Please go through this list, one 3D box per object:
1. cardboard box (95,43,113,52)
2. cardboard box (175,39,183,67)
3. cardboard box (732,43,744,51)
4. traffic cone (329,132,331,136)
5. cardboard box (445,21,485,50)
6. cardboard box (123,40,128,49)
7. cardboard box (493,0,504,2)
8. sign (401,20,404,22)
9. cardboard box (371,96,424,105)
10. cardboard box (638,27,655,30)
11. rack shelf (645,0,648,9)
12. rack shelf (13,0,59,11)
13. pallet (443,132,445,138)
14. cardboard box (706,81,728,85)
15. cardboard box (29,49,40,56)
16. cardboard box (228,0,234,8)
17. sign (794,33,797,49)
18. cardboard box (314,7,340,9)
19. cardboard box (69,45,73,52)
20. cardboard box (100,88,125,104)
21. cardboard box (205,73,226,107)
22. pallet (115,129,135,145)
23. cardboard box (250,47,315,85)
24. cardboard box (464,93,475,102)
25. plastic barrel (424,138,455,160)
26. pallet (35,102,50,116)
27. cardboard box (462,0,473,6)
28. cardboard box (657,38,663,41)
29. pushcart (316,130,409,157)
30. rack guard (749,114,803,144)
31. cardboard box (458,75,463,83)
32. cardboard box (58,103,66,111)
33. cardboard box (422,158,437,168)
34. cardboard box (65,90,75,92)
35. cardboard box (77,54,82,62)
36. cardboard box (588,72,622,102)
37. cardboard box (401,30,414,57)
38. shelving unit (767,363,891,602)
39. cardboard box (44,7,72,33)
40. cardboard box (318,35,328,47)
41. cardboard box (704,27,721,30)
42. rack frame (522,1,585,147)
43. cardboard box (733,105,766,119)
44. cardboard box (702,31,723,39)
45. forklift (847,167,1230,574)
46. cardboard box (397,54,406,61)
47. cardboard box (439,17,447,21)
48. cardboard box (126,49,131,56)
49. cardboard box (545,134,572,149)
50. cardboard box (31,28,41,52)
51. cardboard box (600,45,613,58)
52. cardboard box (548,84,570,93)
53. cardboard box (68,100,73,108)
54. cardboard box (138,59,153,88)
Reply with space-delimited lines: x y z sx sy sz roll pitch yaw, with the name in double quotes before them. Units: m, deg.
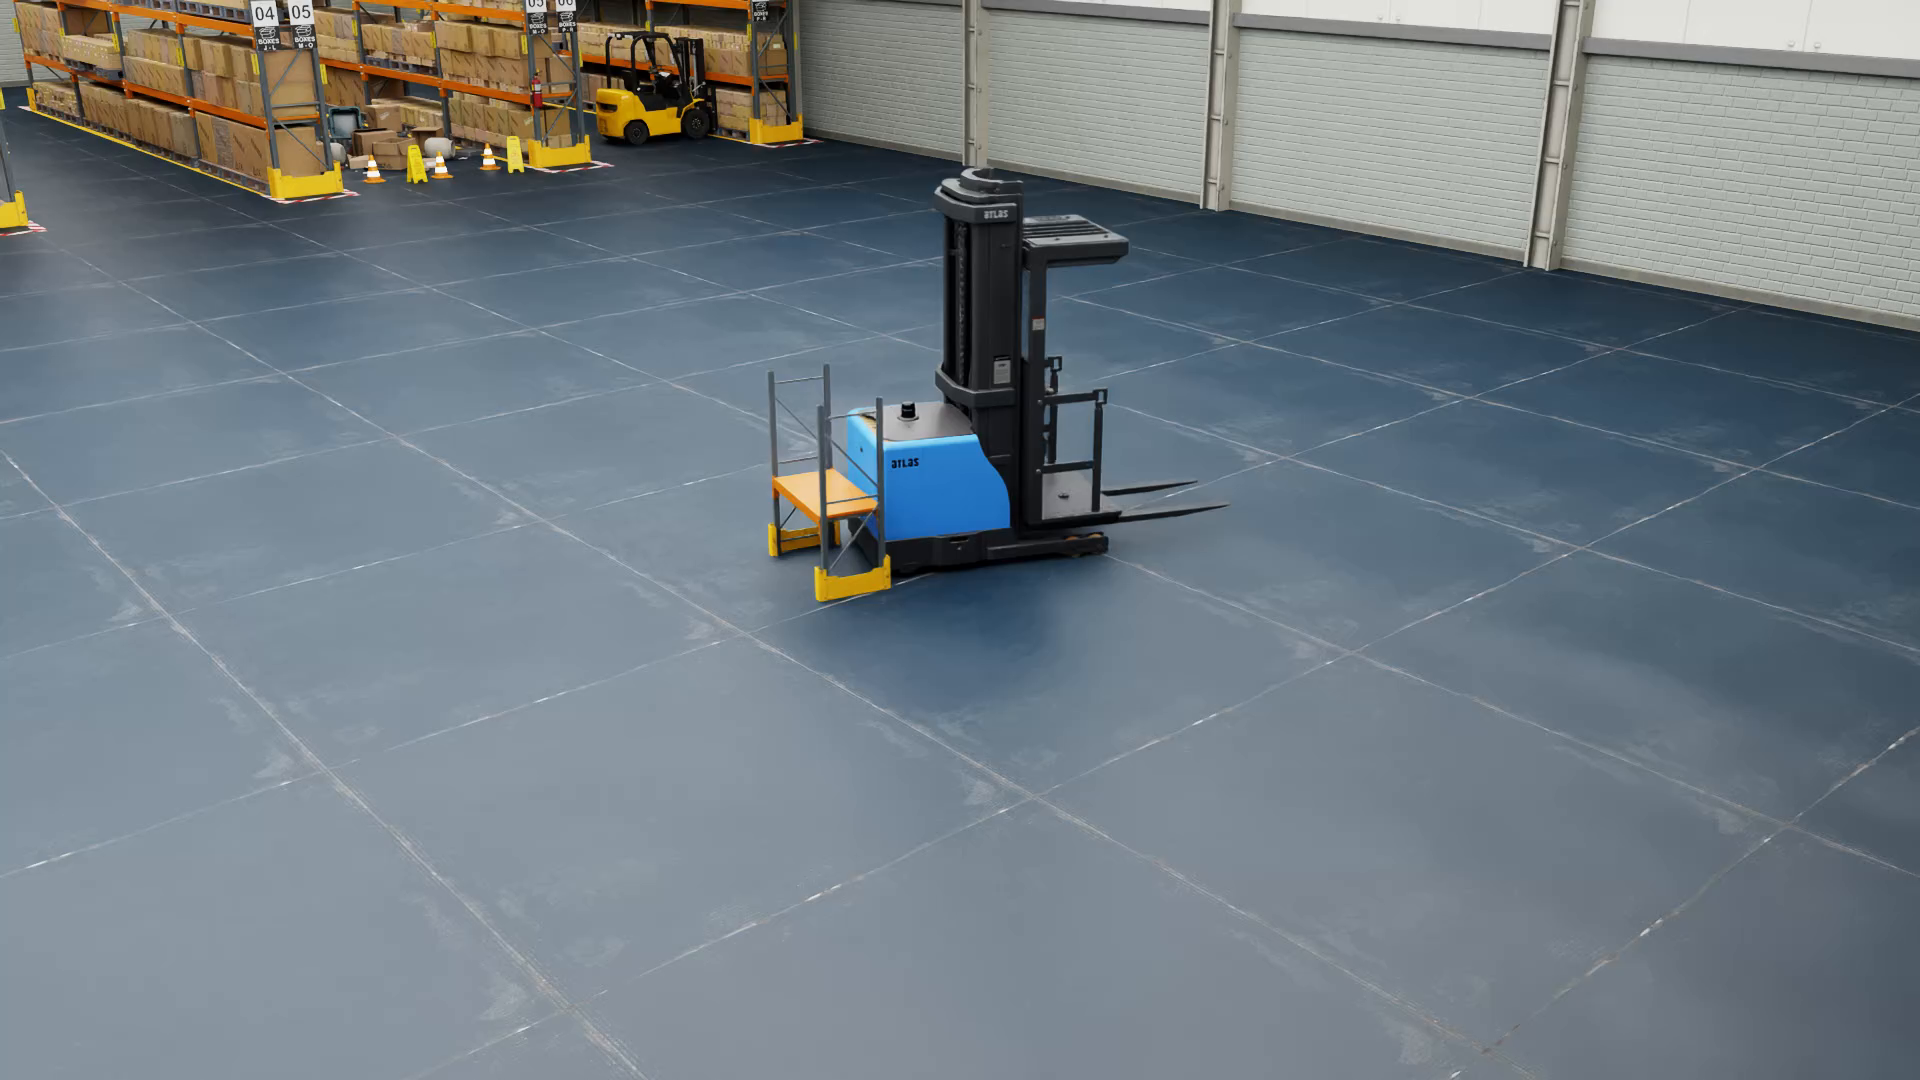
"cardboard box" -17.518 -10.121 34.163 0.380 0.149 0.250 -16 27 -36
"cardboard box" -14.236 -9.139 31.197 0.700 0.500 0.500 -18 28 -38
"cardboard box" -4.482 -10.216 34.428 0.380 0.149 0.250 -17 27 -37
"traffic cone" -13.040 -8.368 34.214 0.336 0.463 0.334 -17 27 -37
"cardboard box" -9.783 -10.029 33.060 0.700 0.500 0.500 -17 27 -37
"cardboard box" -17.358 -10.416 34.917 0.380 0.149 0.250 -16 26 -35
"cardboard box" -8.467 -10.278 31.296 0.500 0.250 0.500 -18 28 -38
"sign" -12.429 -11.437 37.092 0.100 0.325 0.005 -17 27 -37
"cardboard box" -12.473 -9.616 36.950 0.950 0.372 0.625 -20 29 -41
"cardboard box" -7.155 -11.673 38.148 0.380 0.149 0.250 -17 27 -37
"rack shelf" -7.770 -12.495 38.145 1.077 0.370 4.000 -17 27 -37
"rack shelf" -20.434 -12.316 37.689 1.077 0.370 4.000 -17 27 -37
"pallet" -10.732 -8.614 35.187 1.003 0.211 1.213 -17 27 -37
"cardboard box" -5.335 -9.892 36.450 0.500 0.250 0.500 -17 27 -37
"cardboard box" -21.444 -11.375 38.757 0.380 0.149 0.250 -18 28 -39
"cardboard box" -12.102 -9.060 28.021 0.380 0.149 0.250 -17 27 -37
"sign" -3.430 -10.346 34.489 0.100 0.325 0.005 -17 27 -37
"cardboard box" -14.963 -12.356 39.411 0.500 0.500 0.500 -16 27 -36
"cardboard box" -18.881 -10.558 35.688 0.380 0.149 0.250 -17 27 -36
"cardboard box" -17.821 -9.385 35.156 0.500 0.250 0.500 -17 27 -36
"cardboard box" -13.018 -8.138 29.944 0.875 0.550 0.550 -17 27 -37
"pallet" -17.027 -8.514 34.933 1.003 0.211 1.213 -17 27 -37
"cardboard box" -11.509 -8.071 28.290 0.875 0.550 0.550 -17 27 -37
"cardboard box" -9.669 -8.846 33.234 0.380 0.149 0.250 -16 27 -35
"plastic barrel" -10.107 -7.603 32.316 0.512 0.421 0.421 0 21 -1
"pallet" -21.187 -10.254 39.376 1.003 0.211 1.213 -17 27 -37
"cardboard box" -9.430 -10.456 32.298 0.380 0.149 0.250 -18 28 -38
"cardboard box" -6.456 -11.078 36.629 0.380 0.149 0.250 -18 28 -38
"pushcart" -11.918 -7.920 33.188 0.936 0.377 1.648 12 24 27
"rack guard" -3.838 -8.605 34.767 1.175 0.500 0.348 -17 27 -37
"cardboard box" -9.860 -9.294 33.444 0.380 0.149 0.250 -18 27 -38
"cardboard box" -20.319 -9.883 37.937 0.380 0.149 0.250 -18 27 -38
"cardboard box" -9.997 -7.146 31.525 0.380 0.149 0.250 -4 22 -10
"cardboard box" -20.033 -10.102 37.679 0.380 0.149 0.250 -16 27 -36
"cardboard box" -18.545 -10.277 35.378 0.380 0.149 0.250 -19 28 -40
"cardboard box" -8.247 -10.721 39.424 0.875 0.625 0.625 -16 27 -36
"cardboard box" -11.355 -10.432 34.885 0.500 0.500 0.500 -16 27 -36
"shelving unit" -1.018 -0.463 12.609 0.587 1.500 1.083 -10 24 -24
"cardboard box" -19.982 -11.559 36.968 0.500 0.500 0.500 -19 28 -39
"cardboard box" -14.369 -11.460 38.150 0.500 0.250 0.500 -18 28 -39
"cardboard box" -5.347 -11.071 36.203 0.380 0.149 0.250 -18 28 -38
"rack frame" -7.612 -8.592 31.309 1.000 3.000 0.127 -17 27 -37
"cardboard box" -4.409 -8.983 34.816 0.500 0.250 0.500 -18 28 -38
"cardboard box" -5.253 -10.733 35.341 0.380 0.149 0.250 -17 27 -37
"forklift" 0.667 -1.401 13.043 3.031 2.935 1.130 -6 22 -16
"cardboard box" -11.744 -10.289 35.410 0.380 0.149 0.250 -16 27 -36
"cardboard box" -13.877 -13.936 44.749 0.500 0.250 0.500 -17 27 -37
"cardboard box" -17.202 -10.212 34.804 0.380 0.149 0.250 -17 27 -37
"cardboard box" -7.929 -7.796 32.471 0.500 0.250 0.500 -18 28 -38
"cardboard box" -20.977 -11.522 38.243 0.500 0.500 0.500 -17 27 -37
"cardboard box" -7.968 -11.310 38.454 0.500 0.250 0.500 -16 27 -36
"cardboard box" -7.677 -8.619 31.720 0.380 0.149 0.250 -17 27 -37
"cardboard box" -19.761 -9.791 37.295 0.380 0.149 0.250 -19 28 -40
"cardboard box" -15.767 -9.175 32.660 0.500 0.500 0.500 -17 27 -37
